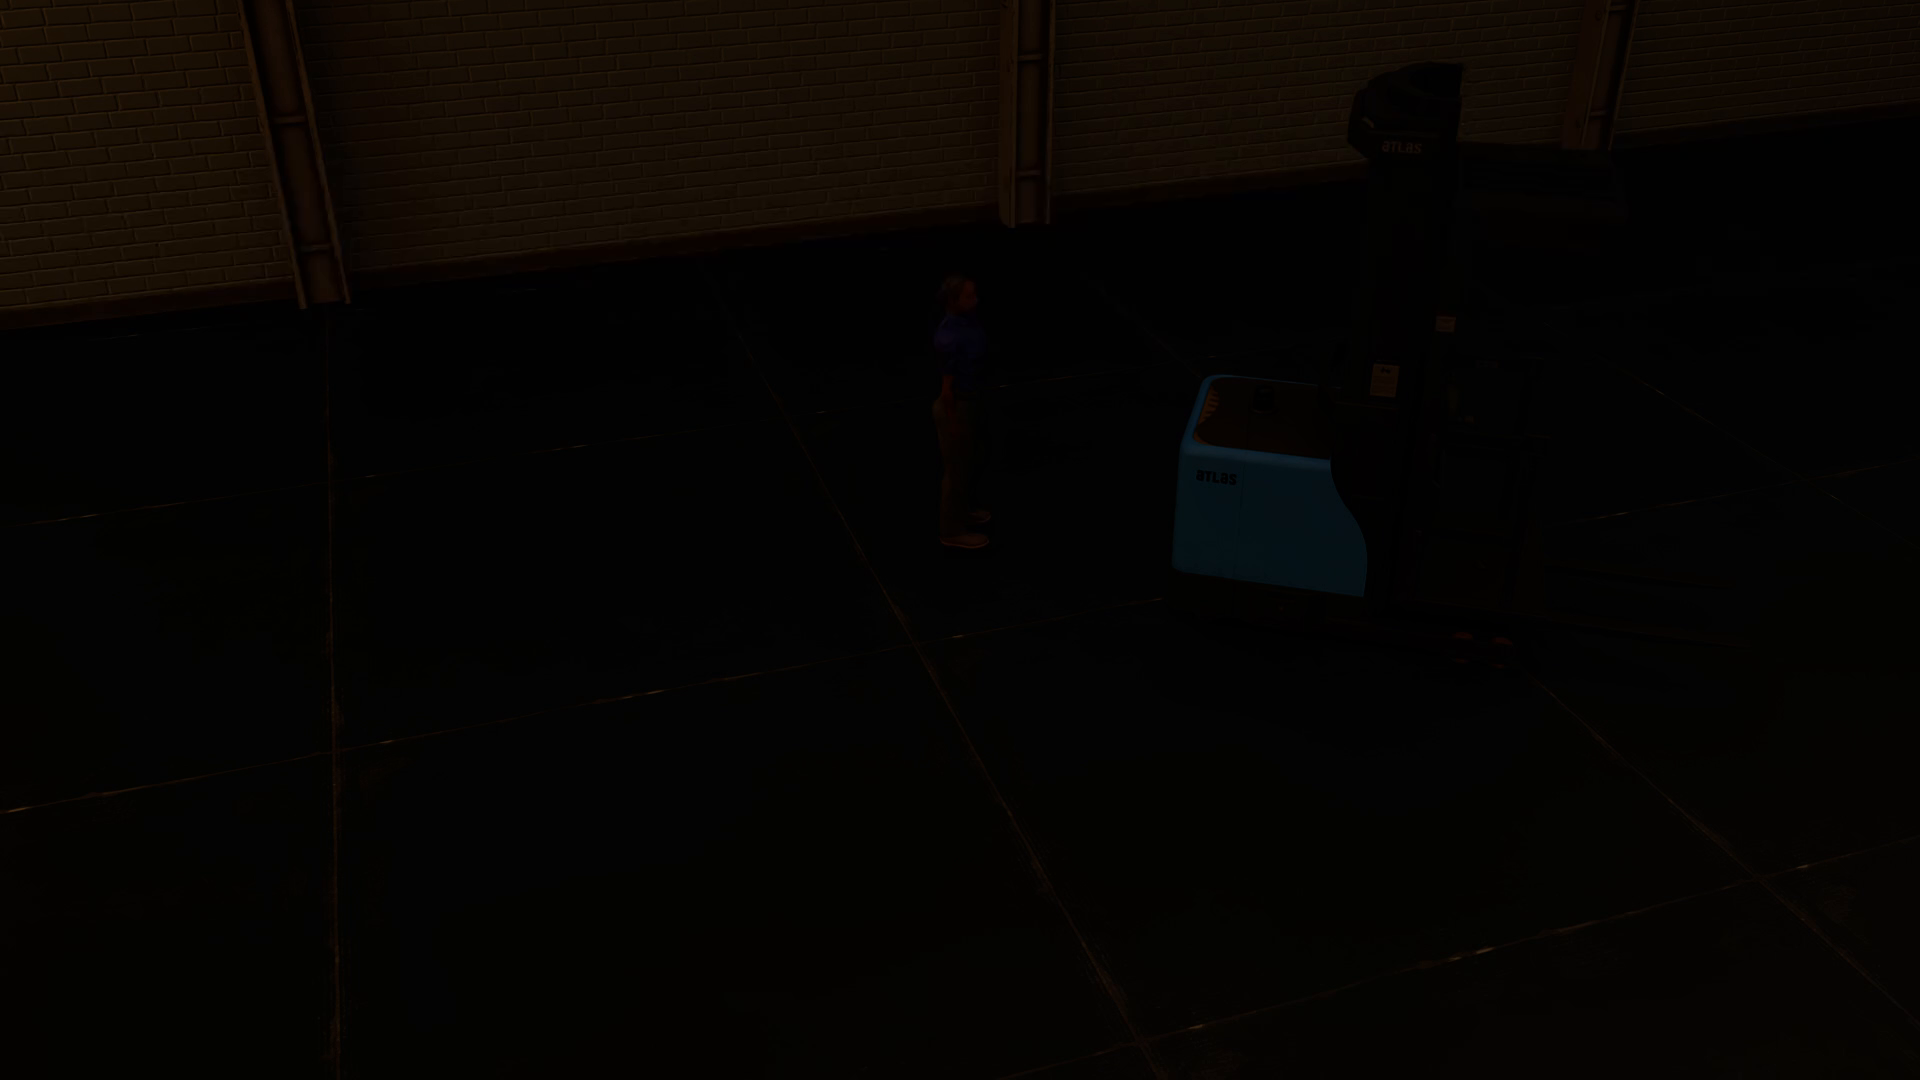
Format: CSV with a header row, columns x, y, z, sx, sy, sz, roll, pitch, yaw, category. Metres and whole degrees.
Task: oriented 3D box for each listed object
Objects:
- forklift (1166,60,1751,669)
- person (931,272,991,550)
x,y,z,sx,sy,sz,roll,pitch,yaw,category
2.725,-0.881,8.618,3.031,2.935,1.130,8,31,13,forklift
0.035,-0.759,9.612,0.345,1.659,0.466,8,31,13,person
